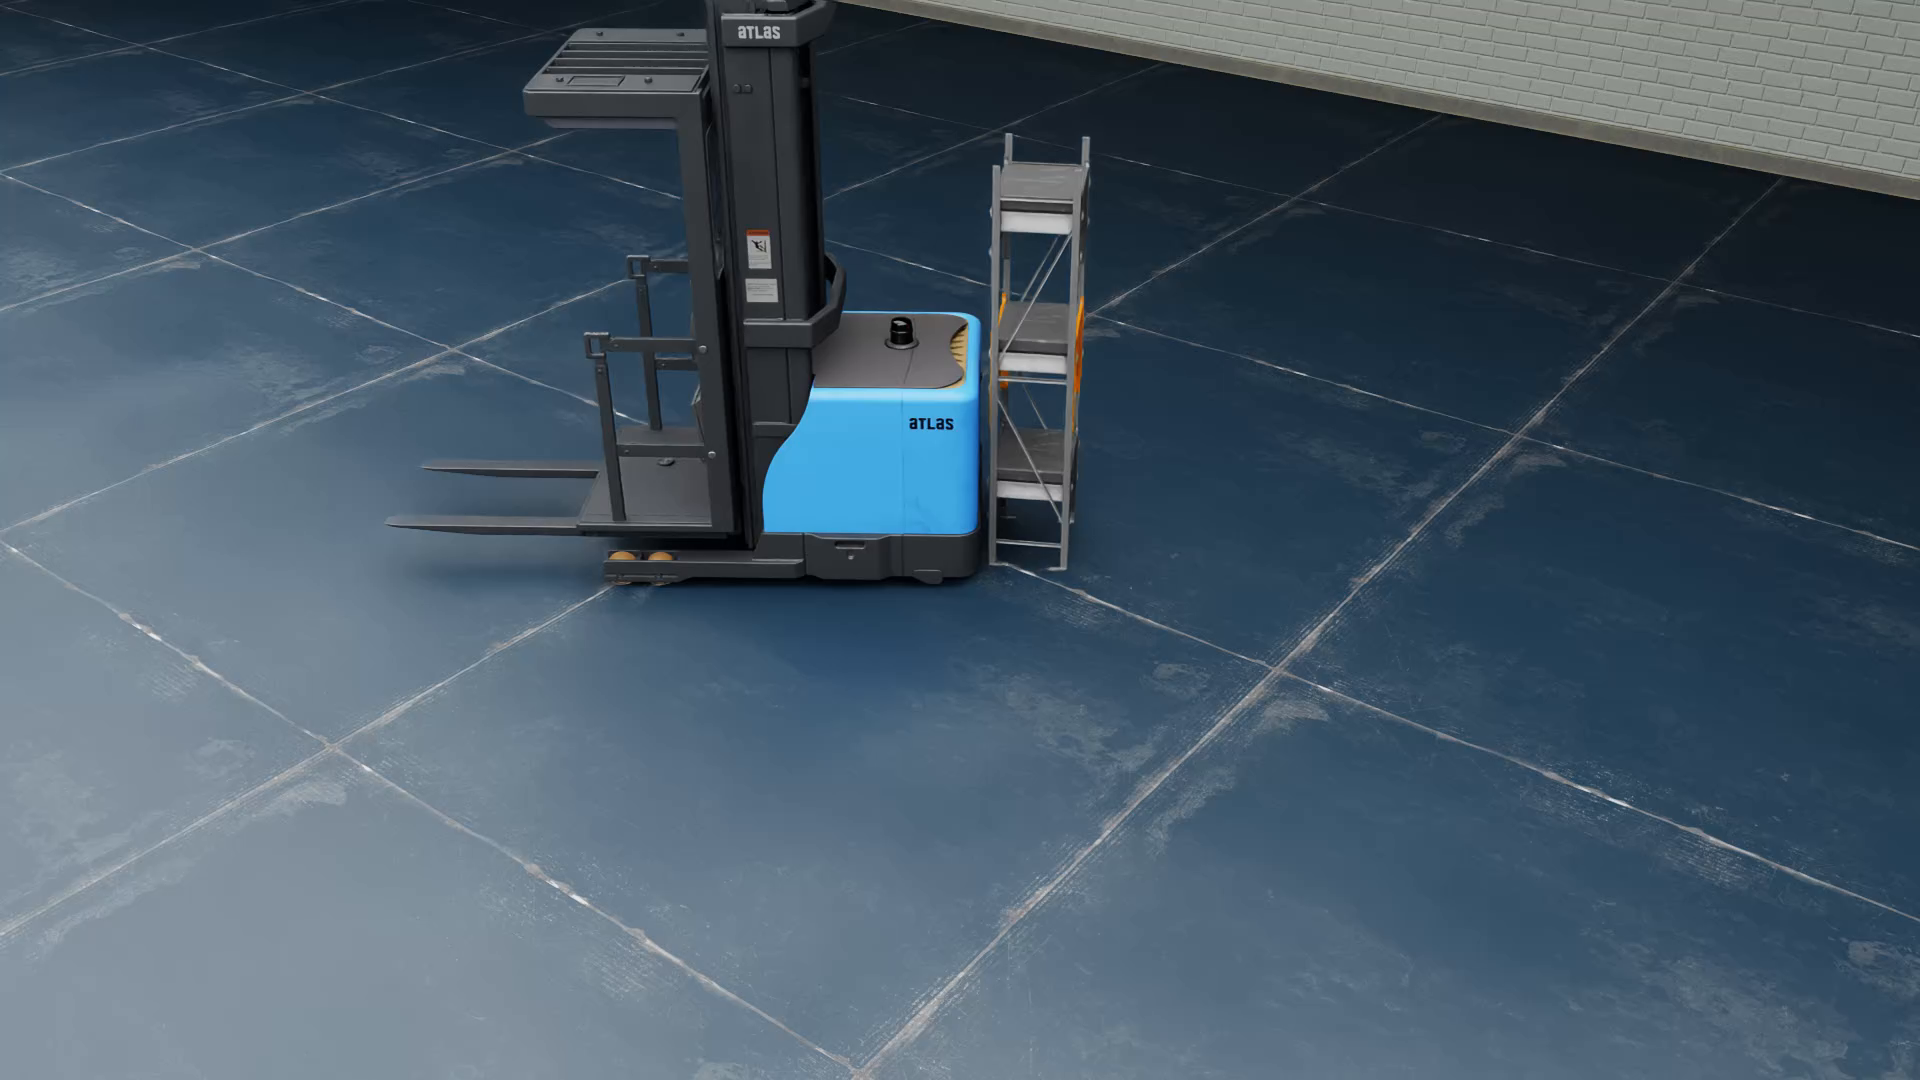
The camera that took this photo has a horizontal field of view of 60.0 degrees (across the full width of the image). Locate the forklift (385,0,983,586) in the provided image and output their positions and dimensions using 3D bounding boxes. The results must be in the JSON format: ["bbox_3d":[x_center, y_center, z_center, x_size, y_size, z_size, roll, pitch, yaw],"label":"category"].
[{"bbox_3d":[-1.404,-1.299,8.068,3.031,2.935,1.130,1,31,1],"label":"forklift"}]

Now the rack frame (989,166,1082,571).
[{"bbox_3d":[0.346,-0.762,7.975,0.400,2.100,0.015,4,31,7],"label":"rack frame"}]

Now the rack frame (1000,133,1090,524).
[{"bbox_3d":[0.413,-1.008,8.391,0.400,2.100,0.015,4,31,7],"label":"rack frame"}]

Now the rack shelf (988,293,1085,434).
[{"bbox_3d":[0.380,-0.873,8.190,0.431,0.518,0.480,4,31,7],"label":"rack shelf"}]

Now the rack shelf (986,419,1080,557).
[{"bbox_3d":[0.380,-0.271,8.547,0.431,0.518,0.480,4,31,7],"label":"rack shelf"}]

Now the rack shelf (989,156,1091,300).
[{"bbox_3d":[0.380,-1.475,7.833,0.431,0.518,0.480,4,31,7],"label":"rack shelf"}]

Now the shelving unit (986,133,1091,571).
[{"bbox_3d":[0.380,-0.885,8.183,0.431,2.100,0.503,4,31,7],"label":"shelving unit"}]
